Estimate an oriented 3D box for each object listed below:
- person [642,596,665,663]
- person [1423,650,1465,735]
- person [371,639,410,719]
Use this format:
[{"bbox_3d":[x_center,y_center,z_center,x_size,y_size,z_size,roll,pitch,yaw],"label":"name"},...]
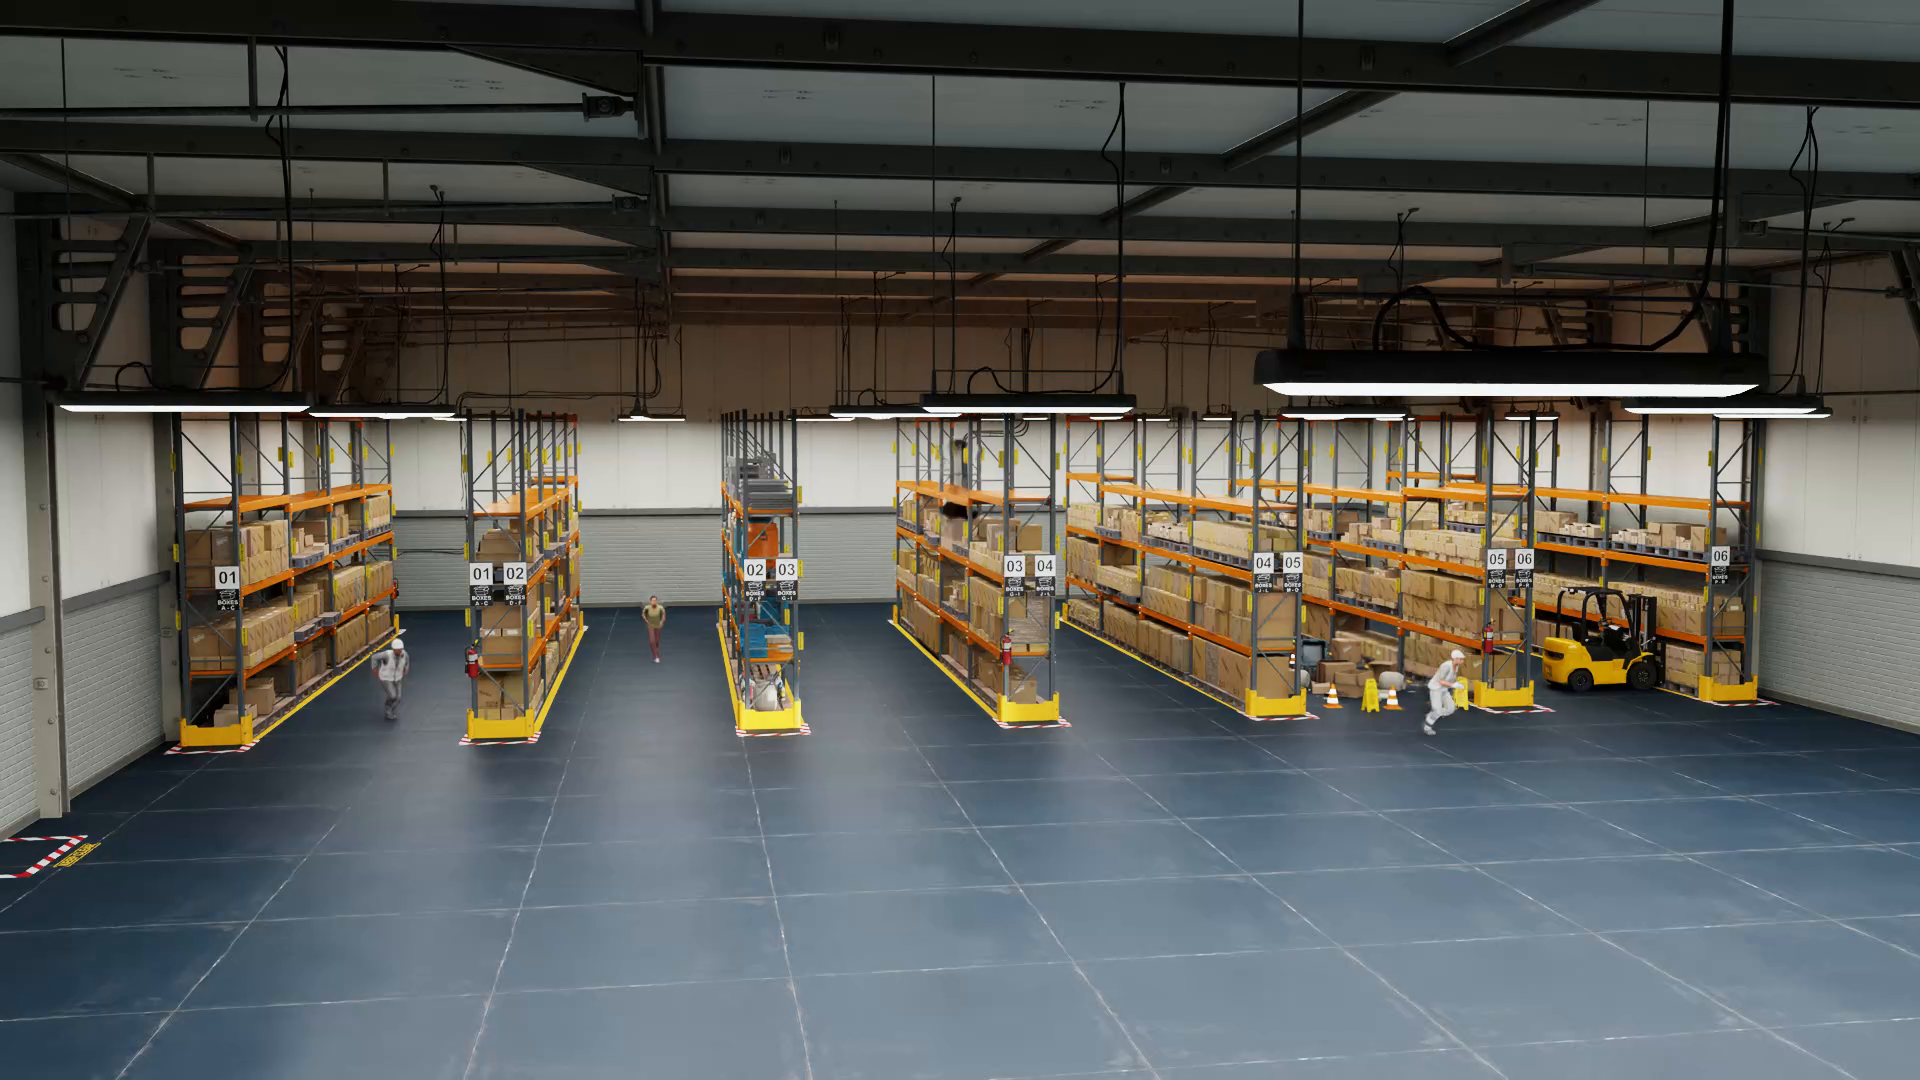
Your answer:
[{"bbox_3d":[-7.409,2.125,40.260,0.555,1.614,0.786,-1,4,-9],"label":"person"},{"bbox_3d":[8.925,2.794,30.535,0.830,1.603,0.696,4,5,42],"label":"person"},{"bbox_3d":[-10.956,2.690,32.027,0.684,1.599,0.867,-4,5,-41],"label":"person"}]
